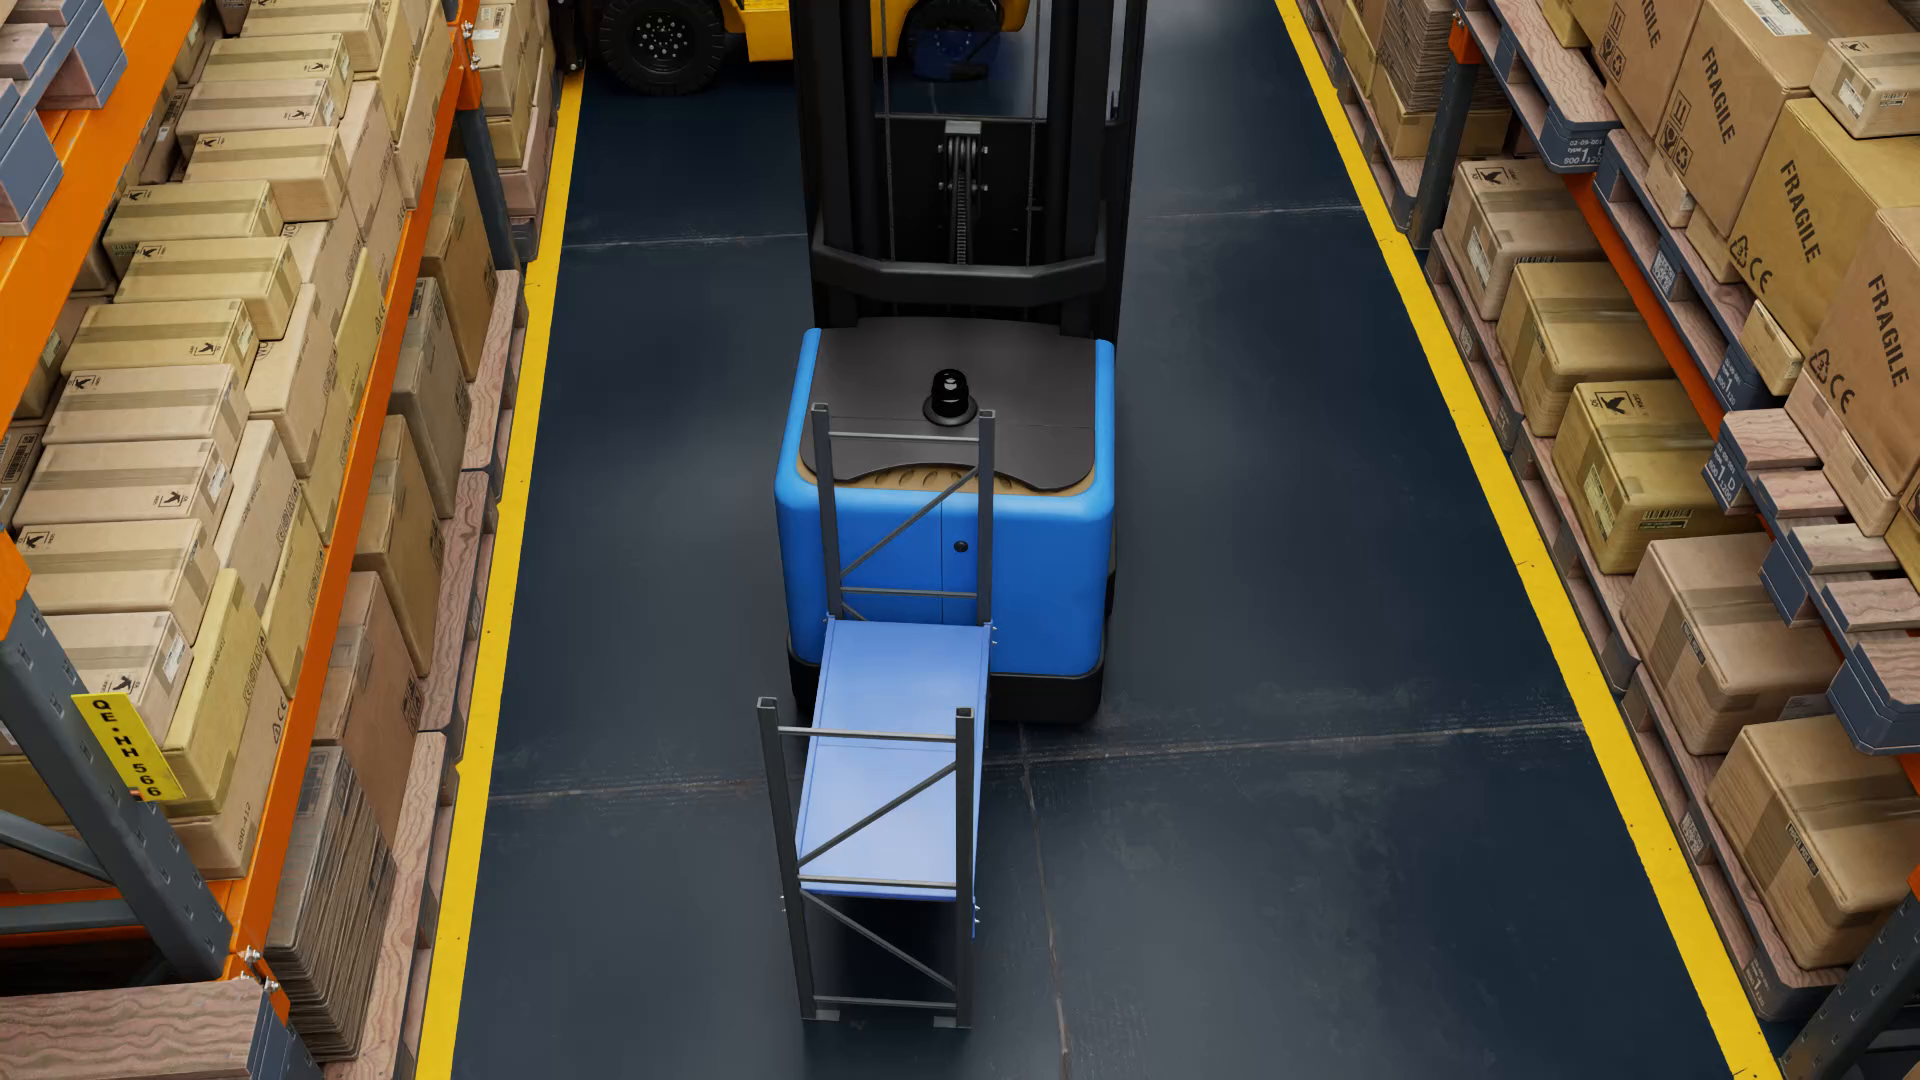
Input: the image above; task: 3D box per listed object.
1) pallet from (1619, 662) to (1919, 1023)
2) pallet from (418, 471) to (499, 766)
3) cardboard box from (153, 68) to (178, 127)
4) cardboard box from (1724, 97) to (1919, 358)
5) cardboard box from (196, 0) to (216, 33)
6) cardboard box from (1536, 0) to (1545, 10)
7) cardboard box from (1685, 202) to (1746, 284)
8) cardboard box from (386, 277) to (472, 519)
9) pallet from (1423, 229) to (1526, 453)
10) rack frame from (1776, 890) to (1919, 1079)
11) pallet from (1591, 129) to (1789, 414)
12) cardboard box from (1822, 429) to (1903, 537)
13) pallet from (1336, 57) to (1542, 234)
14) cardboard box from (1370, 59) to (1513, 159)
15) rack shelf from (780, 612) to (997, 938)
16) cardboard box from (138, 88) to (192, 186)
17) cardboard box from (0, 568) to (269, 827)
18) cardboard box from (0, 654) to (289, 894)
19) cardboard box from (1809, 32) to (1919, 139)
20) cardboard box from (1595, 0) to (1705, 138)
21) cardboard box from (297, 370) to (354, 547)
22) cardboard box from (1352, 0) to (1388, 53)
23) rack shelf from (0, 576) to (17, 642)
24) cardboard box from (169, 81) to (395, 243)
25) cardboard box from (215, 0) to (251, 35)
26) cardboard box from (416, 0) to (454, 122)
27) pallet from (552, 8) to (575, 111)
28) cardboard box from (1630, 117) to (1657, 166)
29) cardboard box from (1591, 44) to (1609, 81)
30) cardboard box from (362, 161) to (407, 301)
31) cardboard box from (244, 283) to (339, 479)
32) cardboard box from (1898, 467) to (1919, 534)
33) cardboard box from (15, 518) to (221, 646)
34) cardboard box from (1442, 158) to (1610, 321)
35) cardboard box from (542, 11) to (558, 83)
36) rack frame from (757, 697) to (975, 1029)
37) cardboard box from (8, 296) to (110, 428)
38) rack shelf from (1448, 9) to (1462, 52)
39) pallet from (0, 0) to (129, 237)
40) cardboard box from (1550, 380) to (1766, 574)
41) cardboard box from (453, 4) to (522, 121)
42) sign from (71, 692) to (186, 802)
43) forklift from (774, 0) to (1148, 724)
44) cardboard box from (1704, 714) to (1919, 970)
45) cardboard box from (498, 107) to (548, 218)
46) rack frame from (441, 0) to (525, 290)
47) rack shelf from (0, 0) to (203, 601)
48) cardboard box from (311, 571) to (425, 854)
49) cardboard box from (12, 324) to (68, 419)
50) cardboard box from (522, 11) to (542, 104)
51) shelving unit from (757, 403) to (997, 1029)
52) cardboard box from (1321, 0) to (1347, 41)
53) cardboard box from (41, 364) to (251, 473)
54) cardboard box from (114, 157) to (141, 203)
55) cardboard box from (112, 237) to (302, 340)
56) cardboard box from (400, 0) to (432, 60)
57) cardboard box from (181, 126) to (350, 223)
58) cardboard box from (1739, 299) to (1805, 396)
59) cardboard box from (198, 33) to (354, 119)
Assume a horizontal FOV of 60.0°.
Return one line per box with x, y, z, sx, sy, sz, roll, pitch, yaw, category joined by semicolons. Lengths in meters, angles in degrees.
2.806;0.886;5.265;1.003;0.211;1.213;-3;47;-3;pallet
-2.206;0.277;5.842;1.003;0.211;1.213;-3;47;-3;pallet
-2.568;-1.344;4.941;0.380;0.149;0.250;-4;47;-3;cardboard box
2.457;-0.839;4.415;0.500;0.500;0.500;-6;47;-6;cardboard box
-2.605;-1.709;5.287;0.380;0.149;0.250;-4;47;-3;cardboard box
2.266;-2.040;6.000;0.380;0.149;0.250;-3;47;-3;cardboard box
2.399;-0.904;4.924;0.380;0.149;0.250;-5;47;-5;cardboard box
-2.299;-0.486;5.991;0.875;0.625;0.625;-4;47;-4;cardboard box
2.601;-0.879;6.937;1.003;0.211;1.213;-3;47;-3;pallet
2.869;0.493;3.717;1.000;3.000;0.127;-3;47;-3;rack frame
2.663;-0.871;5.141;1.003;0.211;1.213;-3;47;-3;pallet
2.447;-0.157;4.217;0.380;0.149;0.250;-4;47;-4;cardboard box
2.443;-1.926;7.929;1.003;0.211;1.213;-3;47;-3;pallet
2.217;-2.012;7.694;0.500;0.250;0.500;-2;47;-1;cardboard box
-0.186;0.656;4.844;0.538;0.185;1.000;3;47;2;rack shelf
-2.561;-1.098;4.983;0.500;0.250;0.500;-5;47;-4;cardboard box
-1.845;0.339;3.622;0.500;0.250;0.500;-4;47;-3;cardboard box
-1.870;0.513;3.802;0.500;0.250;0.500;-3;47;-3;cardboard box
2.451;-1.178;4.290;0.380;0.149;0.250;-6;47;-5;cardboard box
2.358;-1.605;5.141;0.500;0.500;0.500;-4;47;-4;cardboard box
-1.957;-0.224;4.499;0.500;0.250;0.500;-5;47;-5;cardboard box
2.173;-2.638;7.770;0.500;0.500;0.500;-3;47;-3;cardboard box
-1.909;1.460;1.231;1.077;0.370;4.000;-3;47;-3;rack shelf
-2.028;-1.136;5.018;0.500;0.250;0.500;-3;47;-3;cardboard box
-2.154;-1.755;5.330;0.380;0.149;0.250;-4;47;-3;cardboard box
-2.108;-1.697;5.894;0.500;0.250;0.500;-3;47;-2;cardboard box
-2.541;-2.601;8.568;1.003;0.211;1.213;-3;47;-3;pallet
2.377;-1.291;5.290;0.380;0.149;0.250;-3;47;-3;cardboard box
2.378;-1.659;5.639;0.380;0.149;0.250;-1;47;-1;cardboard box
-2.050;-0.972;5.208;0.500;0.250;0.500;-3;47;-3;cardboard box
-1.937;-0.401;4.323;0.500;0.250;0.500;-5;47;-4;cardboard box
2.554;-0.100;3.716;0.500;0.500;0.500;-5;47;-4;cardboard box
-1.833;0.098;3.575;0.380;0.149;0.250;-3;47;-2;cardboard box
2.581;-1.263;6.901;0.950;0.372;0.625;-3;47;-3;cardboard box
-2.238;-2.403;8.065;0.500;0.250;0.500;-3;47;-3;cardboard box
-0.217;0.900;4.364;0.500;1.500;0.032;3;47;2;rack frame
-2.475;-0.364;4.288;0.500;0.250;0.500;-4;47;-4;cardboard box
2.367;-3.601;8.090;1.077;0.370;4.000;-3;47;-3;rack shelf
-2.222;-0.655;2.868;1.213;0.211;1.003;-2;47;-1;pallet
2.705;-0.240;5.932;0.950;0.372;0.625;-2;47;-2;cardboard box
-2.139;-2.009;7.002;0.500;0.250;0.500;-4;47;-4;cardboard box
-1.536;0.386;3.075;0.100;0.325;0.005;-3;47;-3;sign
0.039;-1.460;5.614;1.130;2.935;3.031;3;47;2;forklift
2.832;0.843;4.907;0.950;0.372;0.625;-6;47;-6;cardboard box
-2.122;-1.666;7.366;0.500;0.250;0.500;-3;47;-3;cardboard box
-2.411;-2.097;6.170;1.000;3.000;0.127;-3;47;-3;rack frame
-2.244;-1.434;3.972;1.077;0.370;4.000;-3;47;-3;rack shelf
-2.178;0.545;5.014;0.875;0.625;0.625;-2;47;-2;cardboard box
-2.434;-0.424;4.070;0.380;0.149;0.250;-4;47;-4;cardboard box
-2.188;-2.201;7.529;0.500;0.250;0.500;-4;47;-4;cardboard box
-0.186;0.532;4.713;0.538;1.500;1.048;3;47;2;shelving unit
2.125;-2.764;8.407;0.500;0.250;0.500;-3;47;-3;cardboard box
-1.915;-0.275;3.928;0.380;0.149;0.250;-3;47;-3;cardboard box
-2.514;-0.981;4.598;0.380;0.149;0.250;-3;47;-3;cardboard box
-1.928;-0.642;4.276;0.380;0.149;0.250;-3;47;-2;cardboard box
-2.115;-1.878;5.721;0.500;0.250;0.500;-4;47;-4;cardboard box
-1.926;-1.011;4.626;0.380;0.149;0.250;-5;47;-4;cardboard box
2.397;-0.538;4.578;0.380;0.149;0.250;-3;47;-3;cardboard box
-2.040;-1.379;4.975;0.380;0.149;0.250;-4;47;-4;cardboard box
